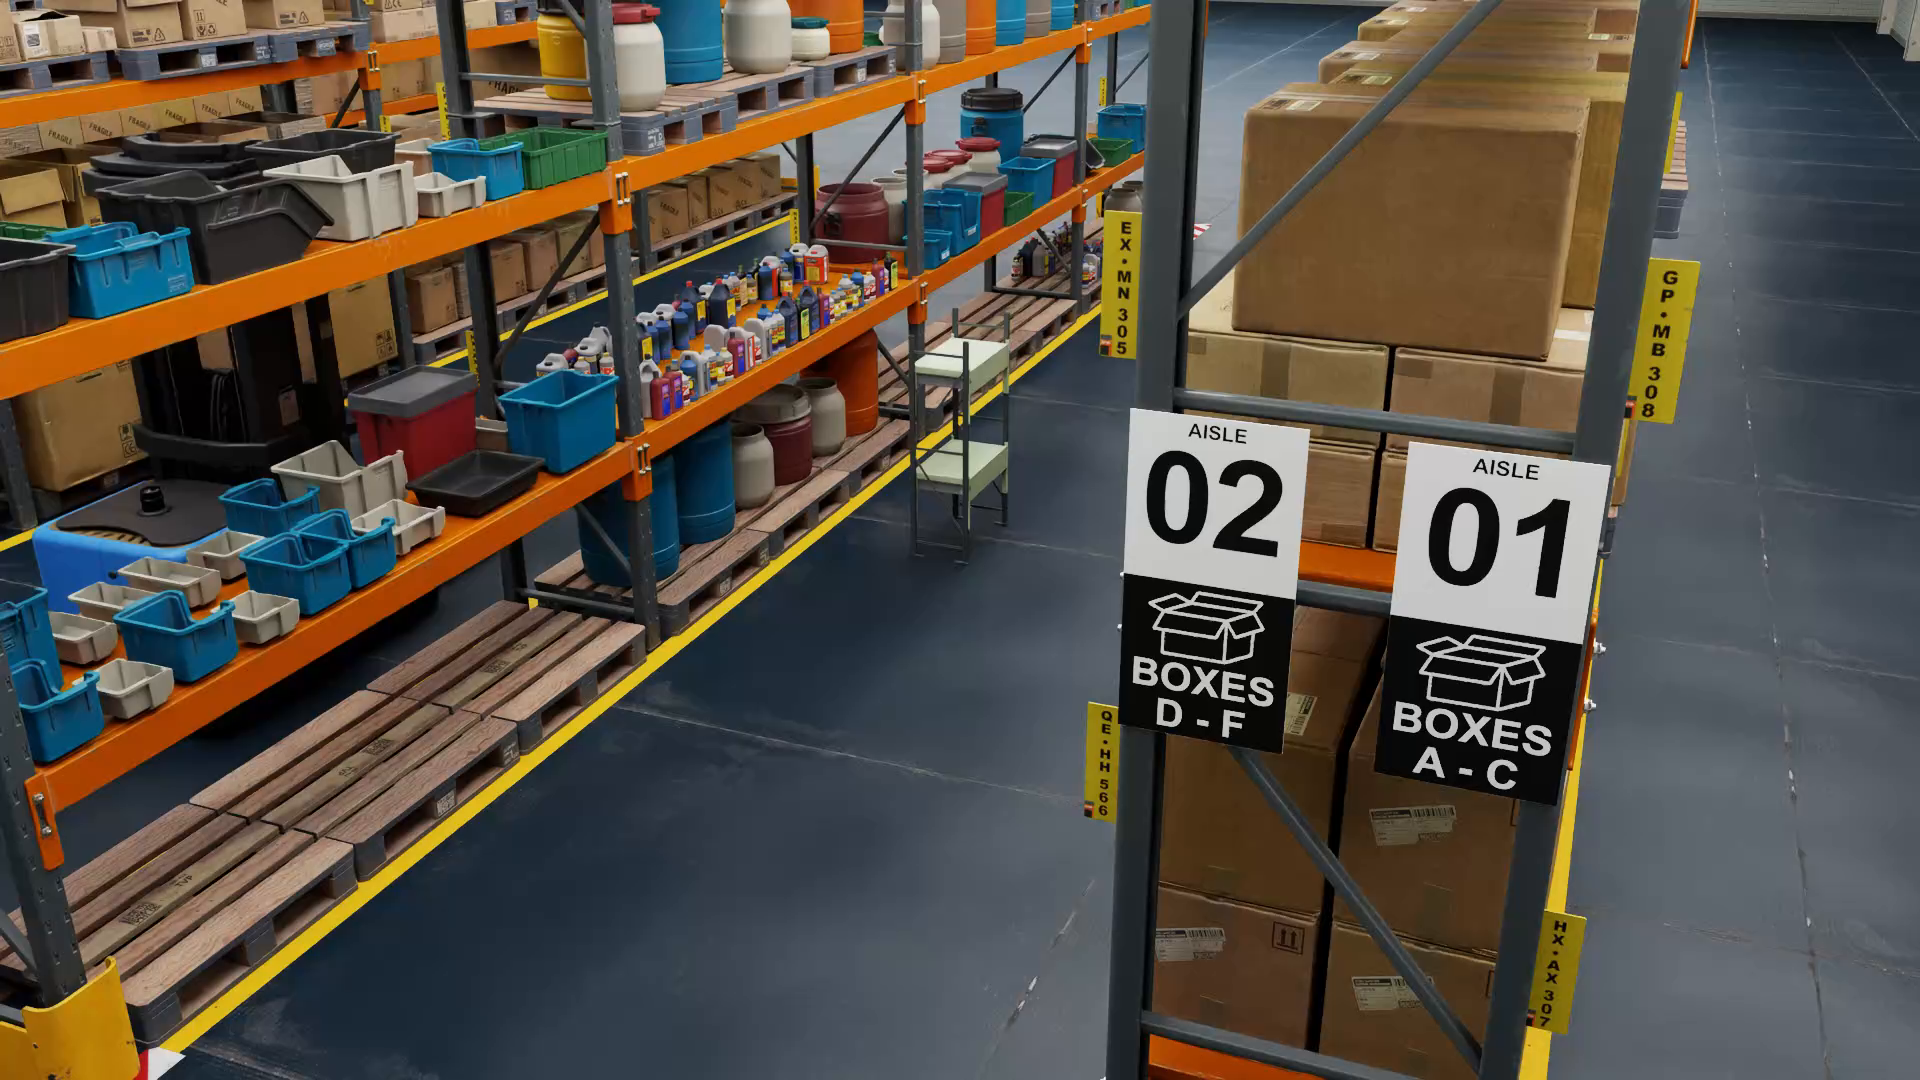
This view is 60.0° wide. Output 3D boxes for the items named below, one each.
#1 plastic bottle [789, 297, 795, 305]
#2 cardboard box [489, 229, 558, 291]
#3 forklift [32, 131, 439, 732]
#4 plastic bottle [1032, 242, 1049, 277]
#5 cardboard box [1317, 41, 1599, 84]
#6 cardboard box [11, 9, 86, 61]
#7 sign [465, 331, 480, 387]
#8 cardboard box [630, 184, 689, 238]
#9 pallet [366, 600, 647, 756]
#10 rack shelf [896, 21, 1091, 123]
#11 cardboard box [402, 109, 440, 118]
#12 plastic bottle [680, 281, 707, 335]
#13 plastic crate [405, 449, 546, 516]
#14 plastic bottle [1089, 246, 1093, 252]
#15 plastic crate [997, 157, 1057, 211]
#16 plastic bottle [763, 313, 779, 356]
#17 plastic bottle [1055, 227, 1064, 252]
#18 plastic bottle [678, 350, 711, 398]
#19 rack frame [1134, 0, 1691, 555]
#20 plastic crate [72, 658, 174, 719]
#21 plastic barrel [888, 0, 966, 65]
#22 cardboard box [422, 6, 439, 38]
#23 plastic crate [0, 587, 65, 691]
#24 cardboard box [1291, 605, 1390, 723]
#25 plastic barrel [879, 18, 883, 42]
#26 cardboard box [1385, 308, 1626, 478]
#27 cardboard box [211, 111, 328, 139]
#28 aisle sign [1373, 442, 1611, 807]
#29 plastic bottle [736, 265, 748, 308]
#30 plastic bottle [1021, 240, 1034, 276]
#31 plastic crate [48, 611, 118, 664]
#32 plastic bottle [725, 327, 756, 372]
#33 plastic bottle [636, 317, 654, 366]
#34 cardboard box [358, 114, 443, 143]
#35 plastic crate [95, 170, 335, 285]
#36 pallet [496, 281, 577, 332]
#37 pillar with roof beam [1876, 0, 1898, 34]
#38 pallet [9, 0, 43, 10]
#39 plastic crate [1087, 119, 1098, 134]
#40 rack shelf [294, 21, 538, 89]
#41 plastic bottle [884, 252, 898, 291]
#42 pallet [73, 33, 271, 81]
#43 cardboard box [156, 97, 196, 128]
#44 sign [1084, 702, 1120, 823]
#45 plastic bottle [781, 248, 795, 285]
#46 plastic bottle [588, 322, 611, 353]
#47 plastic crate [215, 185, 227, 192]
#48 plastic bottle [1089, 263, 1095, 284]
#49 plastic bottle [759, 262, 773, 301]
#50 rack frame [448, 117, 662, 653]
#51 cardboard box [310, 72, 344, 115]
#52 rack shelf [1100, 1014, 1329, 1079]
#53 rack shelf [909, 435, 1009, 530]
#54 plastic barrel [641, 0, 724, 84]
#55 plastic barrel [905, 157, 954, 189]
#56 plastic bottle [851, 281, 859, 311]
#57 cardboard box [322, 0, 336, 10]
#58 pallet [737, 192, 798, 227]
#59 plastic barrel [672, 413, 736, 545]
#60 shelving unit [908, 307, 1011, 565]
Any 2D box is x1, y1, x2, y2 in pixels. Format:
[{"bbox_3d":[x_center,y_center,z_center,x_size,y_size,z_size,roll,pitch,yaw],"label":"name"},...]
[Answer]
[{"bbox_3d":[-1.111,-1.478,11.049,0.061,0.283,0.133,9,24,20],"label":"plastic bottle"},{"bbox_3d":[-4.521,-2.857,16.871,0.700,0.500,0.500,7,24,15],"label":"cardboard box"},{"bbox_3d":[-3.857,-0.890,9.577,1.130,2.935,3.031,8,24,18],"label":"forklift"},{"bbox_3d":[0.833,-2.915,17.204,0.144,0.351,0.185,9,24,20],"label":"plastic bottle"},{"bbox_3d":[1.394,-1.118,4.715,0.700,0.500,0.500,9,24,20],"label":"cardboard box"},{"bbox_3d":[-6.351,-3.446,11.288,0.500,0.311,0.500,8,24,18],"label":"cardboard box"},{"bbox_3d":[-2.754,-1.028,9.460,0.100,0.325,0.005,9,24,20],"label":"sign"},{"bbox_3d":[-3.479,-3.776,19.097,0.500,0.500,0.500,18,29,37],"label":"cardboard box"},{"bbox_3d":[-2.481,0.735,9.217,1.003,0.211,1.213,9,24,20],"label":"pallet"},{"bbox_3d":[-0.015,-4.020,14.024,1.077,0.370,4.000,9,24,20],"label":"rack shelf"},{"bbox_3d":[-7.468,-5.216,22.058,0.875,0.875,0.875,8,24,19],"label":"cardboard box"},{"bbox_3d":[-1.797,-1.568,11.176,0.144,0.351,0.185,9,24,20],"label":"plastic bottle"},{"bbox_3d":[-2.410,-0.282,8.313,0.437,0.125,0.590,9,24,20],"label":"plastic crate"},{"bbox_3d":[1.355,-2.926,17.333,0.097,0.271,0.097,0,23,0],"label":"plastic bottle"},{"bbox_3d":[0.607,-3.237,15.128,0.392,0.384,0.575,9,24,20],"label":"plastic crate"},{"bbox_3d":[-1.220,-1.324,10.696,0.097,0.271,0.097,0,23,0],"label":"plastic bottle"},{"bbox_3d":[1.086,-3.296,18.219,0.097,0.271,0.097,0,23,0],"label":"plastic bottle"},{"bbox_3d":[-1.582,-1.005,9.926,0.152,0.276,0.135,9,24,20],"label":"plastic bottle"},{"bbox_3d":[0.868,-1.447,3.039,1.000,3.000,0.127,9,24,20],"label":"rack frame"},{"bbox_3d":[-3.136,0.561,6.280,0.250,0.136,0.298,9,24,20],"label":"plastic crate"},{"bbox_3d":[-0.251,-4.130,12.704,0.600,0.901,0.600,0,23,0],"label":"plastic barrel"},{"bbox_3d":[-4.755,-4.591,14.653,0.500,0.250,0.500,9,24,21],"label":"cardboard box"},{"bbox_3d":[-3.779,0.420,6.229,0.616,0.435,0.499,9,24,20],"label":"plastic crate"},{"bbox_3d":[0.965,0.434,4.892,0.500,0.500,0.500,9,24,22],"label":"cardboard box"},{"bbox_3d":[-0.502,-4.061,13.368,0.301,0.262,0.301,0,23,0],"label":"plastic barrel"},{"bbox_3d":[1.301,-0.371,3.900,0.500,0.250,0.500,9,24,20],"label":"cardboard box"},{"bbox_3d":[-5.643,-3.211,13.614,0.797,0.503,0.637,10,25,22],"label":"cardboard box"},{"bbox_3d":[1.115,0.188,3.535,0.394,0.787,0.004,9,24,20],"label":"aisle sign"},{"bbox_3d":[-1.569,-1.800,11.819,0.061,0.283,0.133,9,24,20],"label":"plastic bottle"},{"bbox_3d":[0.699,-2.936,17.253,0.144,0.351,0.185,8,24,19],"label":"plastic bottle"},{"bbox_3d":[-3.595,0.387,6.696,0.396,0.136,0.243,9,24,20],"label":"plastic crate"},{"bbox_3d":[-1.374,-1.206,10.406,0.152,0.276,0.135,9,24,20],"label":"plastic bottle"},{"bbox_3d":[-2.004,-1.219,10.341,0.144,0.351,0.185,9,24,20],"label":"plastic bottle"},{"bbox_3d":[-5.079,-3.614,15.336,0.700,0.500,0.500,13,26,28],"label":"cardboard box"},{"bbox_3d":[-2.907,-1.252,6.545,0.504,0.338,0.767,9,24,20],"label":"plastic crate"},{"bbox_3d":[-4.610,-2.389,16.695,1.003,0.211,1.213,9,24,20],"label":"pallet"},{"bbox_3d":[19.101,-17.442,41.333,9.100,9.000,0.400,9,24,20],"label":"pillar with roof beam"},{"bbox_3d":[-9.734,-5.242,16.262,1.213,0.211,1.003,10,25,22],"label":"pallet"},{"bbox_3d":[1.582,-4.719,18.998,0.298,0.136,0.250,9,24,20],"label":"plastic crate"},{"bbox_3d":[-4.614,-4.729,15.721,1.077,0.370,4.000,9,24,20],"label":"rack shelf"},{"bbox_3d":[-0.512,-1.992,12.280,0.061,0.283,0.133,9,24,20],"label":"plastic bottle"},{"bbox_3d":[-5.959,-3.620,12.377,1.003,0.211,1.213,10,25,22],"label":"pallet"},{"bbox_3d":[-8.759,-4.598,18.237,0.500,0.500,0.500,9,24,21],"label":"cardboard box"},{"bbox_3d":[0.360,0.555,4.118,0.100,0.325,0.005,9,24,20],"label":"sign"},{"bbox_3d":[-1.287,-2.047,12.425,0.097,0.271,0.097,0,23,0],"label":"plastic bottle"},{"bbox_3d":[-2.206,-1.174,10.232,0.144,0.351,0.185,9,24,20],"label":"plastic bottle"},{"bbox_3d":[-3.192,-1.427,7.224,0.437,0.136,0.530,9,24,20],"label":"plastic crate"},{"bbox_3d":[1.329,-2.719,16.928,0.097,0.201,0.097,0,23,0],"label":"plastic bottle"},{"bbox_3d":[-1.403,-1.872,12.008,0.097,0.271,0.097,0,23,0],"label":"plastic bottle"},{"bbox_3d":[-2.244,-0.821,9.323,1.000,3.000,0.127,9,24,20],"label":"rack frame"},{"bbox_3d":[-8.129,-5.542,20.431,0.875,0.550,0.550,9,24,20],"label":"cardboard box"},{"bbox_3d":[1.611,0.937,6.047,1.077,0.370,4.000,9,24,20],"label":"rack shelf"},{"bbox_3d":[0.002,-0.394,11.092,0.431,0.370,0.720,9,24,20],"label":"rack shelf"},{"bbox_3d":[-1.752,-3.263,10.082,0.600,0.901,0.708,9,24,20],"label":"plastic barrel"},{"bbox_3d":[-0.264,-3.018,14.407,0.433,0.535,0.433,0,23,0],"label":"plastic barrel"},{"bbox_3d":[-0.766,-1.729,11.755,0.097,0.201,0.097,0,23,0],"label":"plastic bottle"},{"bbox_3d":[-5.412,-4.829,14.248,0.500,0.500,0.500,9,24,21],"label":"cardboard box"},{"bbox_3d":[-2.748,-4.224,21.090,1.003,0.211,1.213,9,24,20],"label":"pallet"},{"bbox_3d":[-1.763,-0.492,10.713,0.600,0.901,0.708,9,24,20],"label":"plastic barrel"},{"bbox_3d":[0.002,-0.694,10.967,0.431,1.500,0.755,9,24,20],"label":"shelving unit"}]
